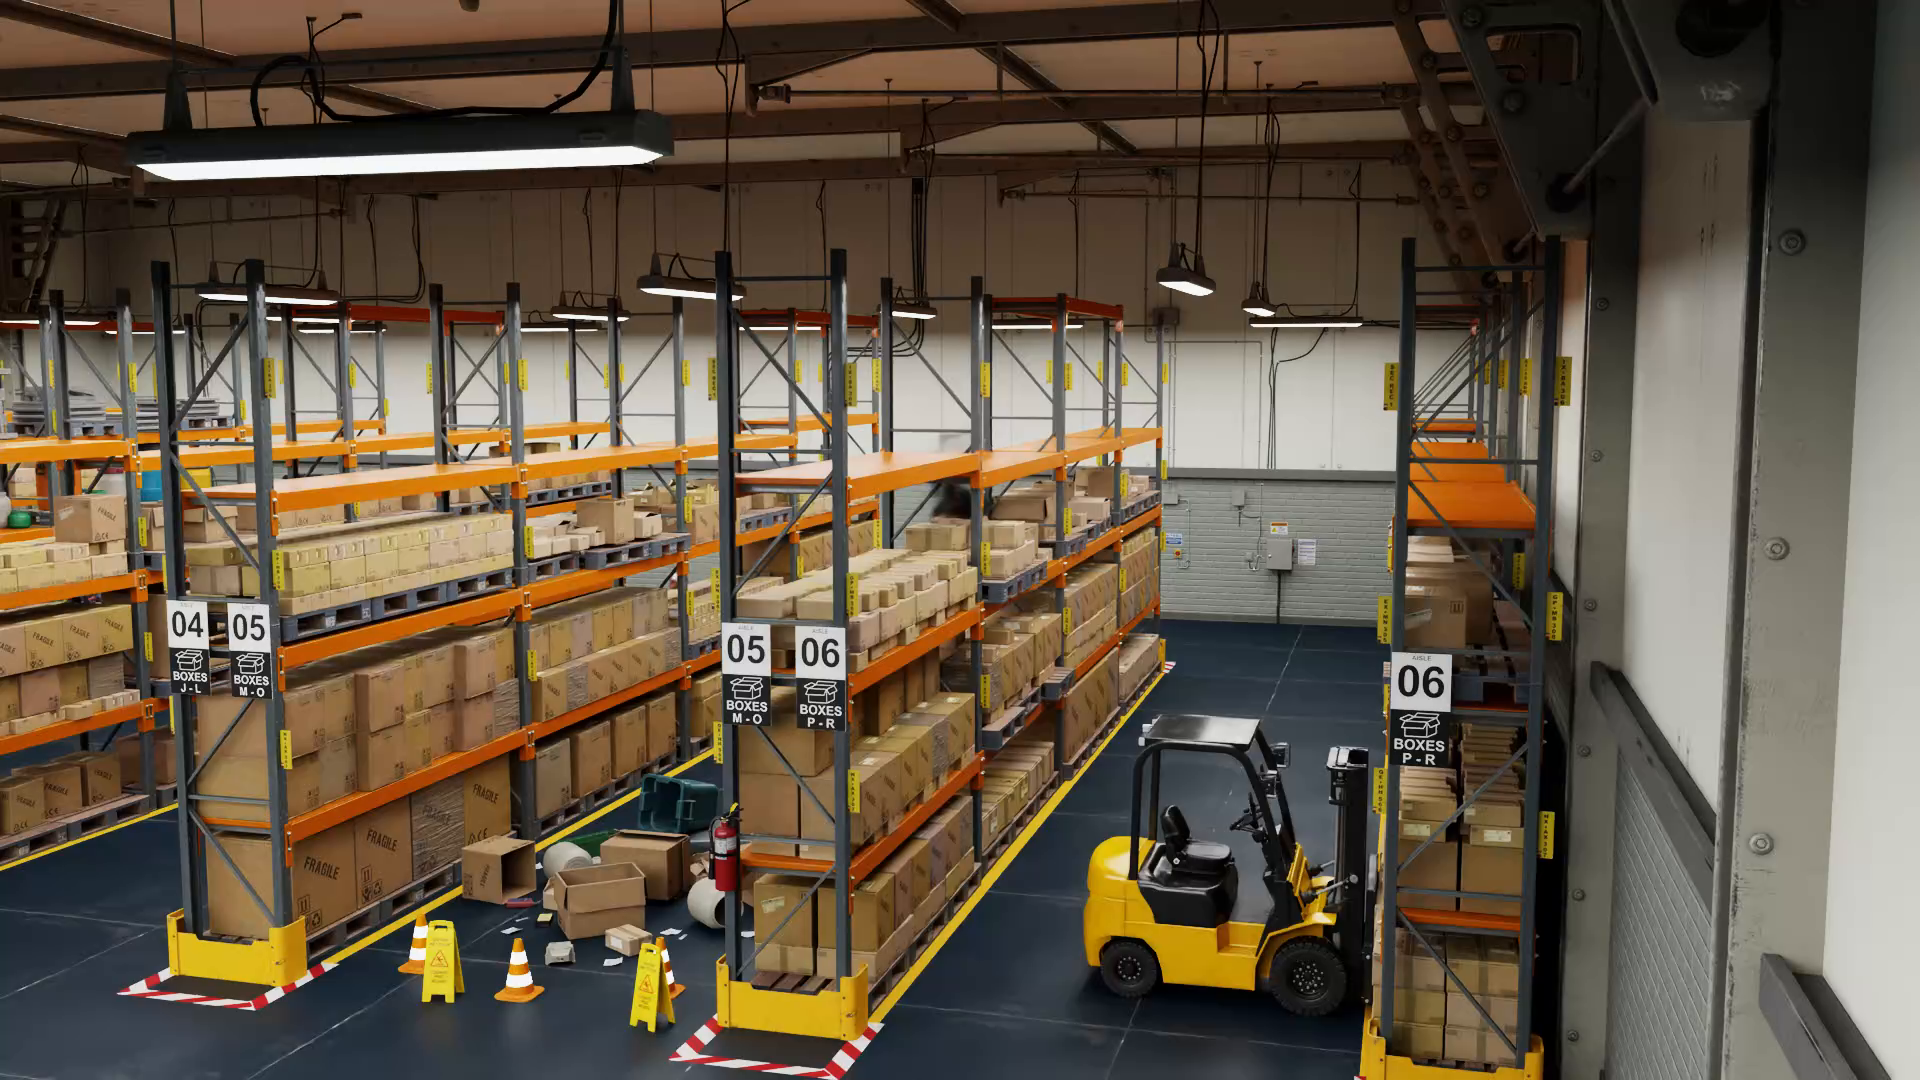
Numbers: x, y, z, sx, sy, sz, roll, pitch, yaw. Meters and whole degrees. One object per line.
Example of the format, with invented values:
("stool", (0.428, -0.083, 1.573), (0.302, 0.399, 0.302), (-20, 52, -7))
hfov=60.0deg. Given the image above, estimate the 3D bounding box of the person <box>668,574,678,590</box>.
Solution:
("person", (-4.540, 1.435, 26.896), (0.668, 1.789, 0.986), (3, 7, 23))
